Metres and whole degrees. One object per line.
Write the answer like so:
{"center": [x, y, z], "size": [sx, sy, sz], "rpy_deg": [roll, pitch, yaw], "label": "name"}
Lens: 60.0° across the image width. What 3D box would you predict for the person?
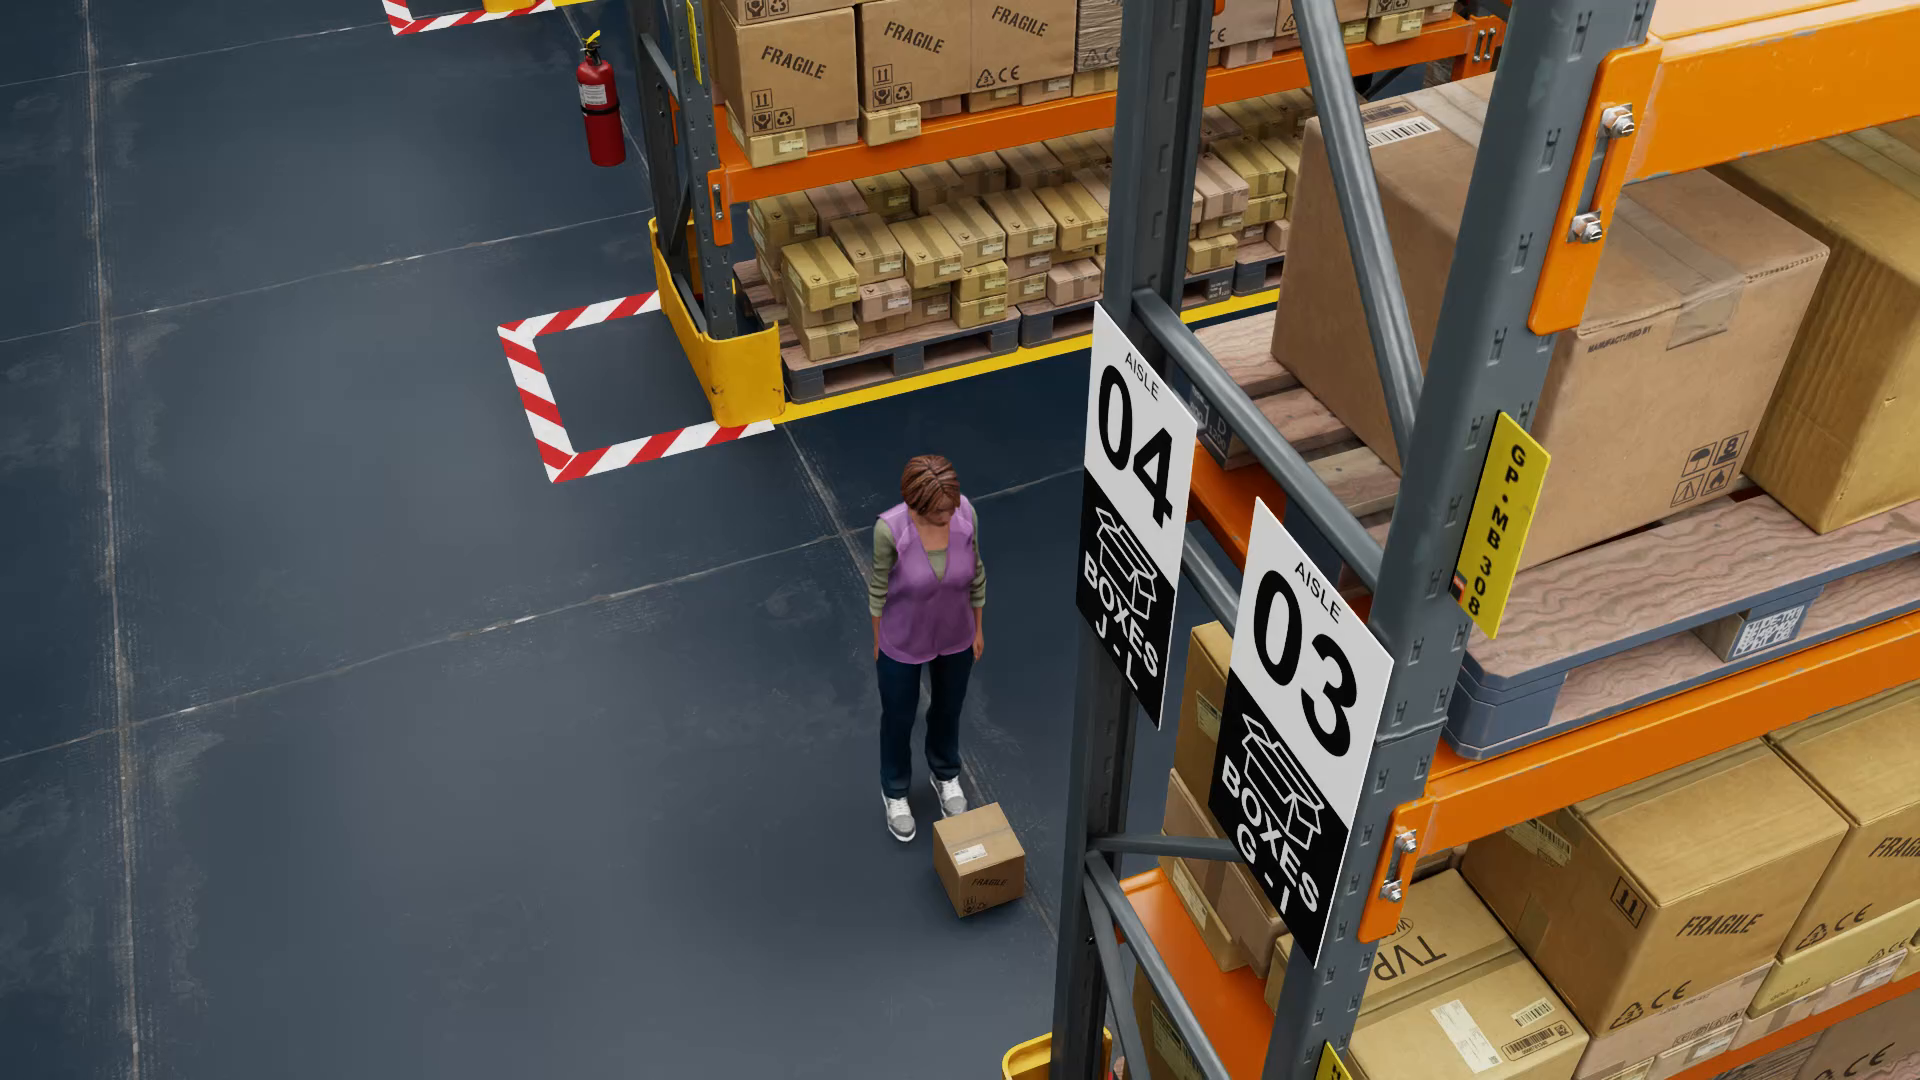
{"center": [-0.100, 0.367, 5.754], "size": [0.439, 1.601, 0.375], "rpy_deg": [-16, 45, -16], "label": "person"}
